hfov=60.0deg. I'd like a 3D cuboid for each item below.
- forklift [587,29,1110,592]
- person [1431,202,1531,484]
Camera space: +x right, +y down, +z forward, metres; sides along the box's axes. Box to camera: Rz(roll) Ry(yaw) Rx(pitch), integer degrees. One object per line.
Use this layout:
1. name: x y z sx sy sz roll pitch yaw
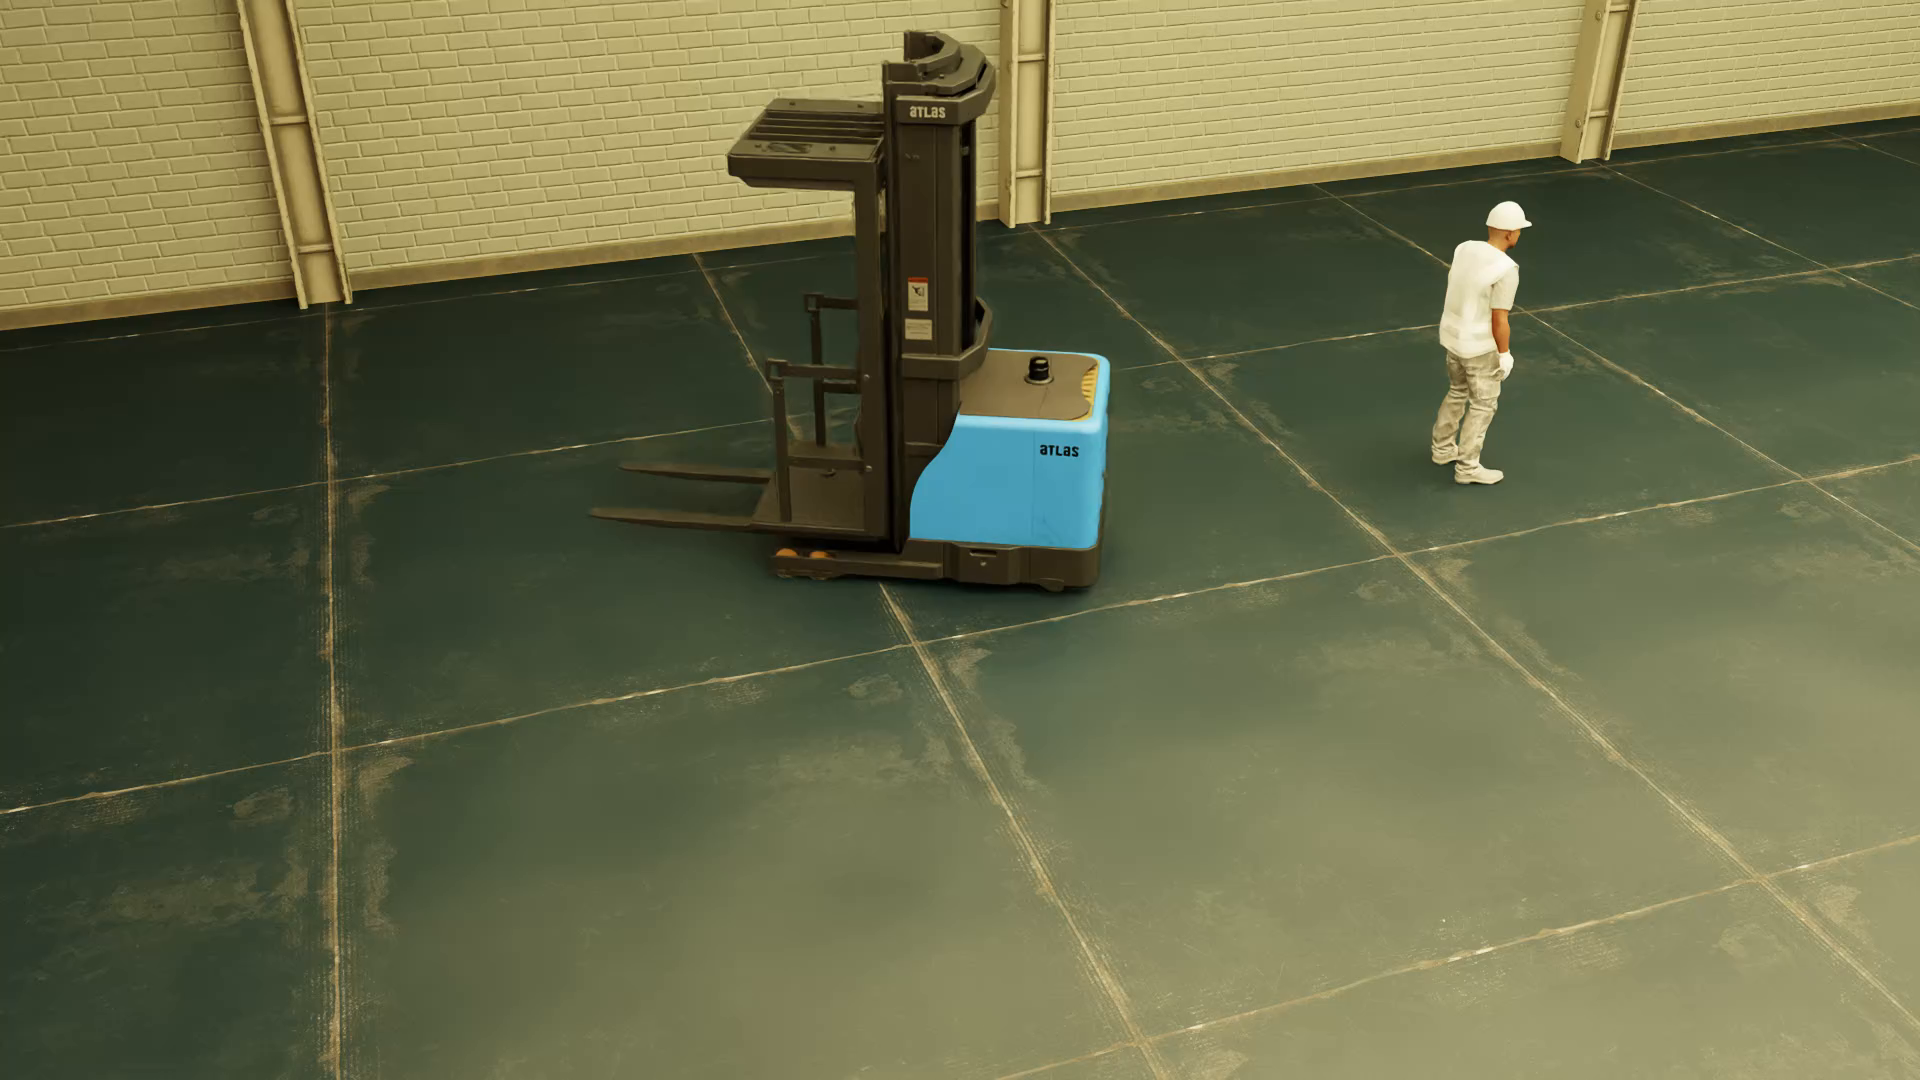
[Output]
1. forklift: -0.665 -1.294 9.336 3.031 2.935 1.130 4 30 6
2. person: 3.247 -1.238 10.404 0.453 1.772 0.616 -9 31 -15
